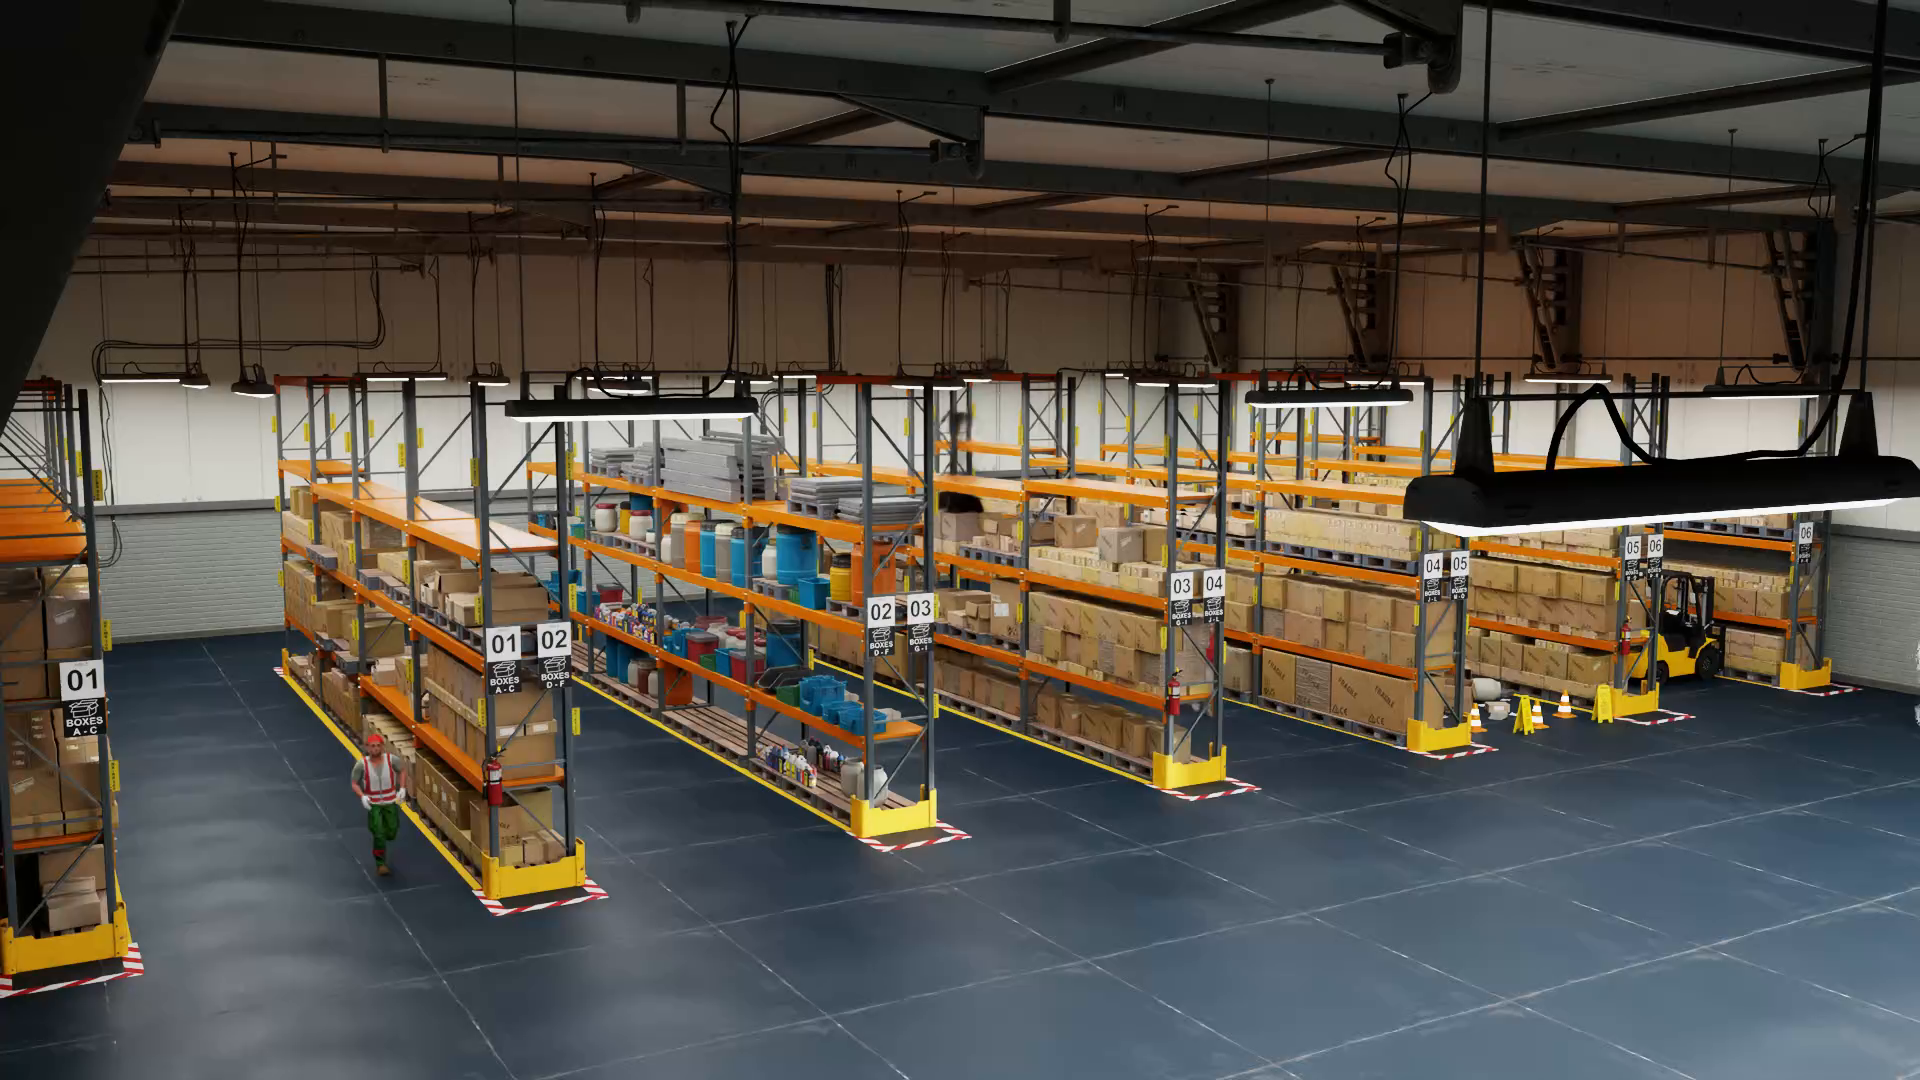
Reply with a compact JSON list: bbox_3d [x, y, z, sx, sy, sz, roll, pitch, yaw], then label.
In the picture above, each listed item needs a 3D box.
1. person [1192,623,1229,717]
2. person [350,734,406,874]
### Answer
[{"bbox_3d":[4.453,2.278,29.441,0.649,1.697,0.629,-4,7,-29],"label":"person"},{"bbox_3d":[-7.148,3.230,20.481,0.668,1.749,0.678,-3,7,-27],"label":"person"}]
